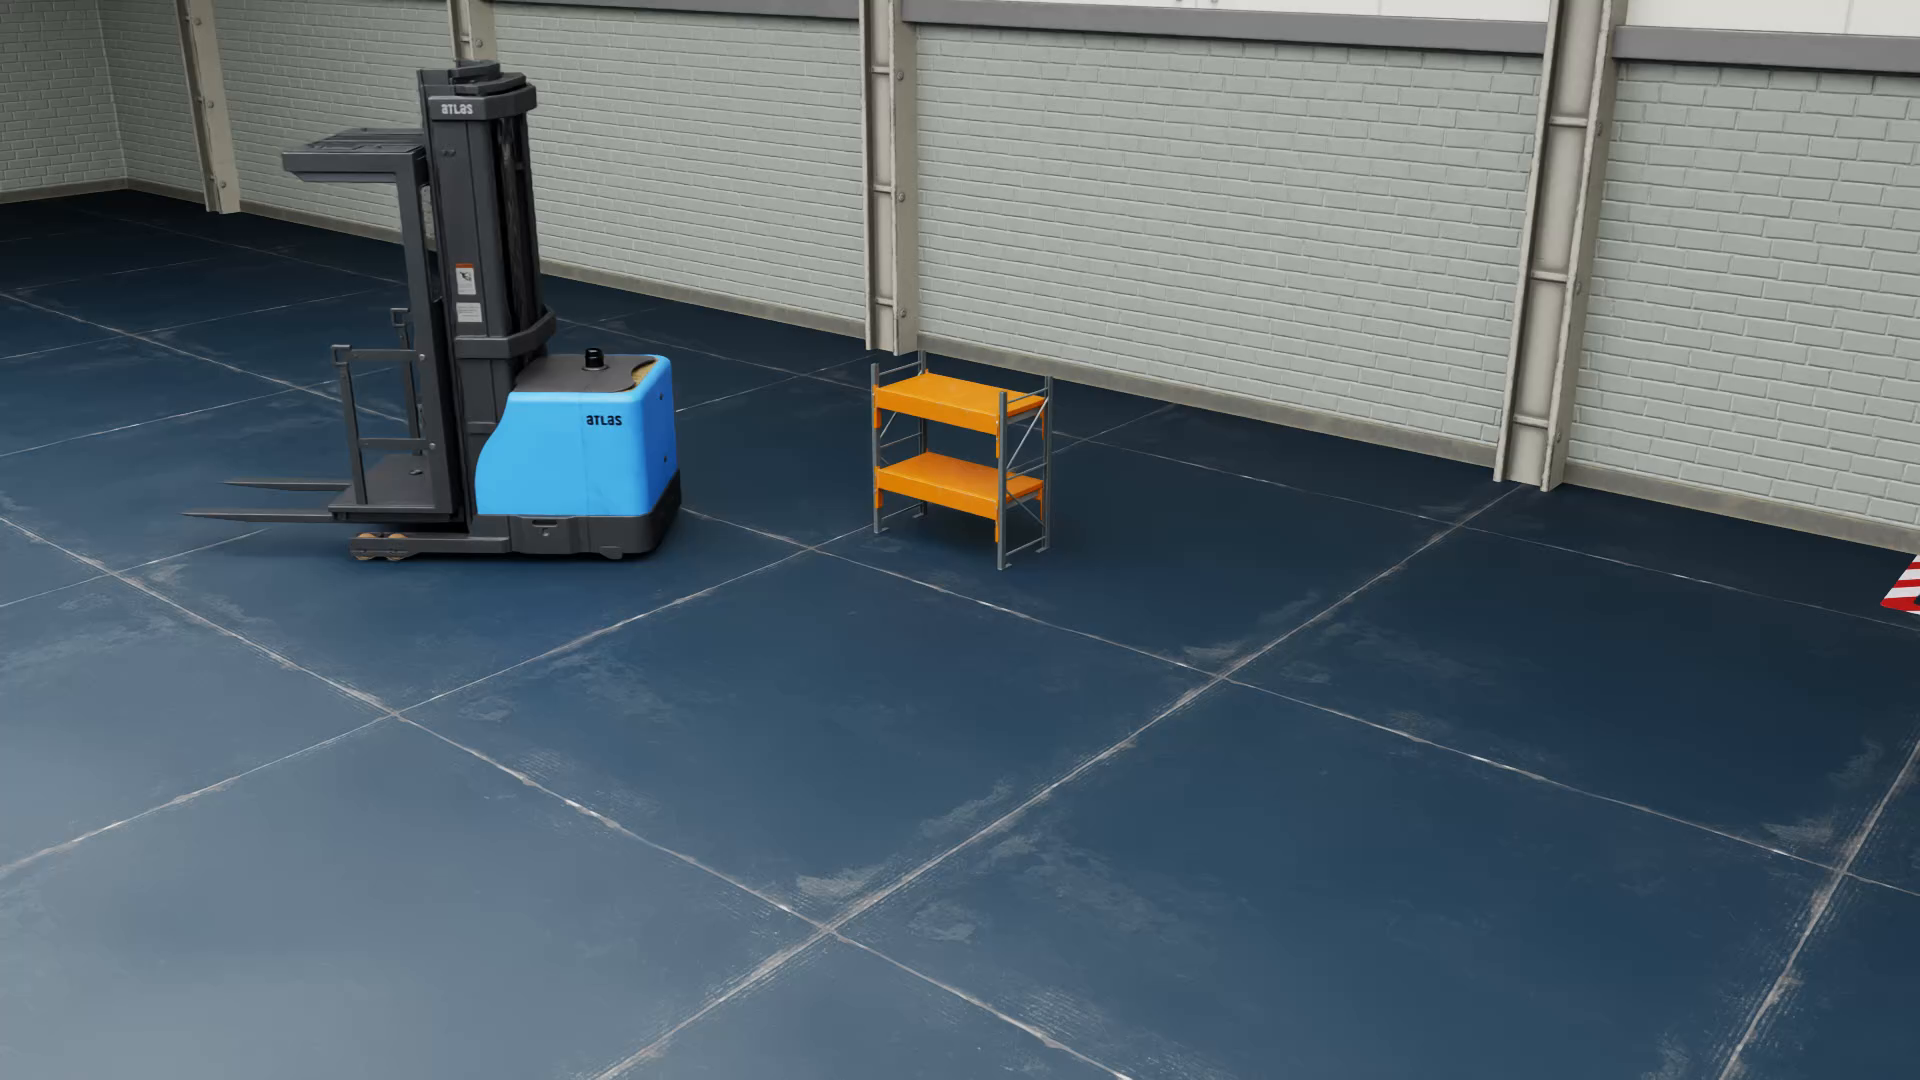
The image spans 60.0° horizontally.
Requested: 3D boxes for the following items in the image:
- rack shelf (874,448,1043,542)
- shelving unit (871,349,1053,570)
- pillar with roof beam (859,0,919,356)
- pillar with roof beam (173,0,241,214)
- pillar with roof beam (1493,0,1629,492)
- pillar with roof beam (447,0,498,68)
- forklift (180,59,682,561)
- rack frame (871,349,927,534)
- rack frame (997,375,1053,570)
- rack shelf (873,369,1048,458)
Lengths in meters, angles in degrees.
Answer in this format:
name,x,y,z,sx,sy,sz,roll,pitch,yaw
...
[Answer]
name,x,y,z,sx,sy,sz,roll,pitch,yaw
rack shelf,0.005,-0.296,10.552,1.000,0.278,0.538,16,26,36
shelving unit,0.005,-0.525,10.466,1.048,1.125,0.538,16,26,36
pillar with roof beam,-3.344,-4.792,10.623,0.400,9.000,9.100,16,26,36
pillar with roof beam,-12.640,-7.470,17.723,0.400,9.000,9.100,16,26,36
pillar with roof beam,1.305,-3.454,7.074,0.400,9.000,9.100,16,26,36
pillar with roof beam,-7.992,-6.131,14.173,0.400,9.000,9.100,16,26,36
forklift,-3.394,-1.426,10.296,3.031,2.935,1.130,1,21,2
rack frame,-0.389,-0.638,10.766,0.032,1.125,0.500,16,26,36
rack frame,0.399,-0.411,10.165,0.032,1.125,0.500,16,26,36
rack shelf,0.005,-0.799,10.362,1.000,0.278,0.538,16,26,36
